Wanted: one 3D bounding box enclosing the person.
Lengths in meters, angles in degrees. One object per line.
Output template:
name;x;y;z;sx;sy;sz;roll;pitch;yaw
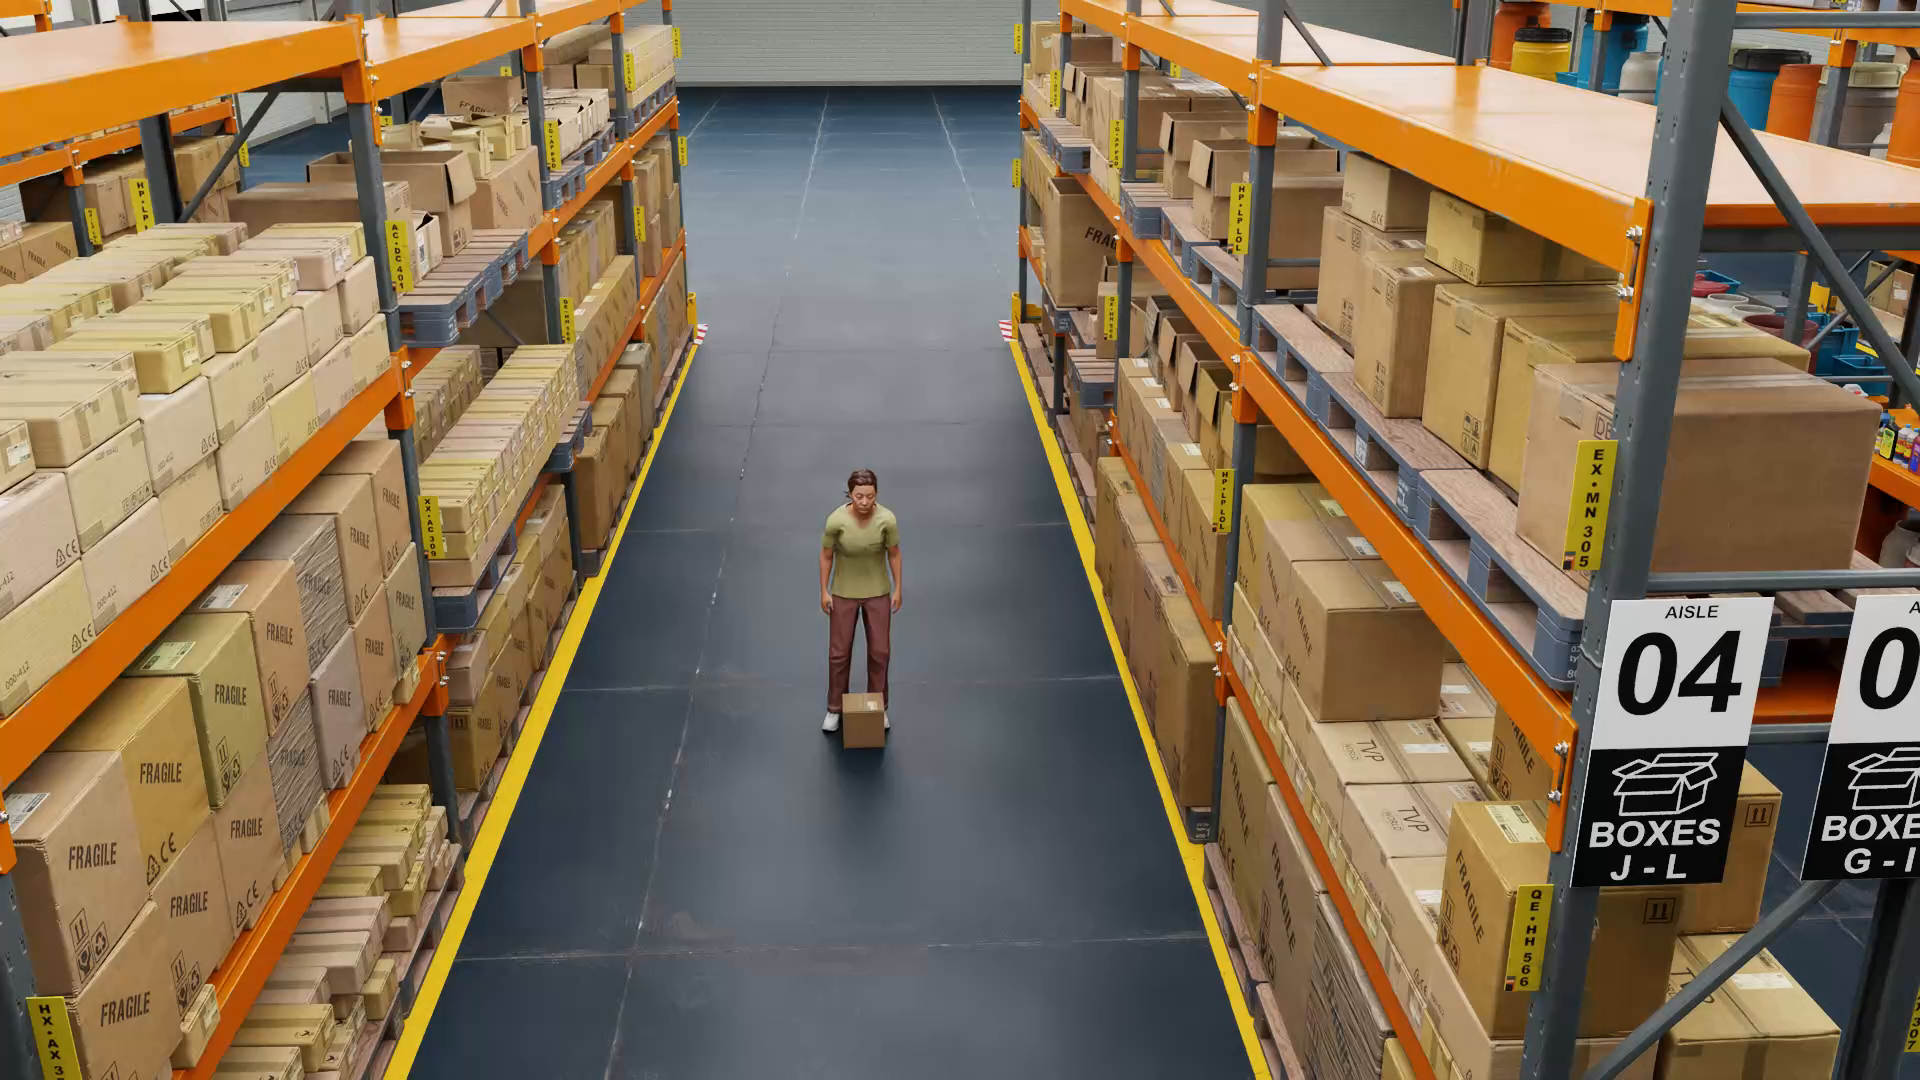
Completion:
person;-0.605;0.351;10.141;0.521;1.672;0.365;-2;21;-6
